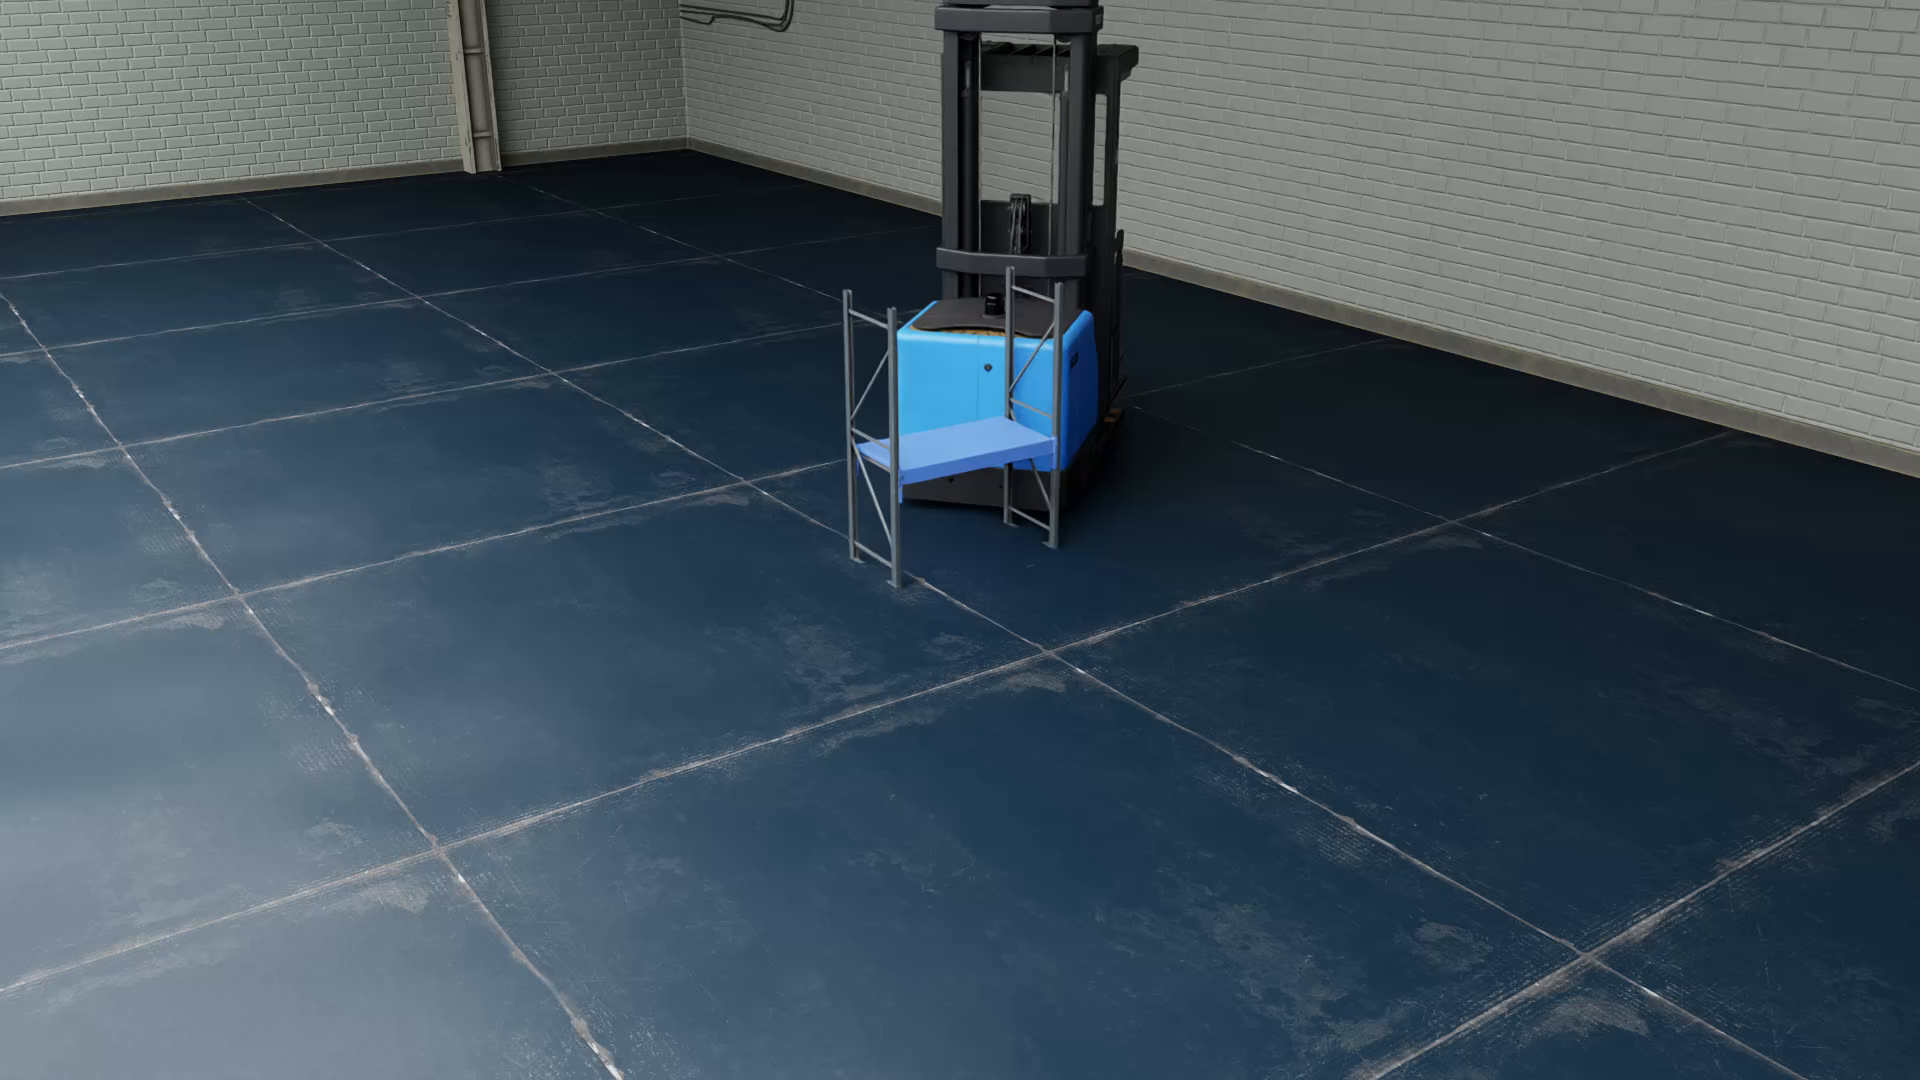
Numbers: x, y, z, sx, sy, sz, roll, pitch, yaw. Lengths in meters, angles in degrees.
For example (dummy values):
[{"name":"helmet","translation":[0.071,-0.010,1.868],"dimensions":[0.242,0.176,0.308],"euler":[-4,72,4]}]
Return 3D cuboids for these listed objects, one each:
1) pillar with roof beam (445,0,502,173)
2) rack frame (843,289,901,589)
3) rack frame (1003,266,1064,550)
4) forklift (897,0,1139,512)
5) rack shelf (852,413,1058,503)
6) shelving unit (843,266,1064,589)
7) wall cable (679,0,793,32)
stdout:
[{"name":"pillar with roof beam","translation":[-3.574,-7.599,16.298],"dimensions":[0.400,9.000,9.100],"euler":[-15,26,-33]},{"name":"rack frame","translation":[-0.458,-0.519,8.674],"dimensions":[0.032,1.500,0.500],"euler":[-13,25,-30]},{"name":"rack frame","translation":[0.399,-0.722,9.183],"dimensions":[0.032,1.500,0.500],"euler":[-13,25,-30]},{"name":"forklift","translation":[0.488,-2.041,10.556],"dimensions":[1.130,2.935,3.031],"euler":[6,22,14]},{"name":"rack shelf","translation":[-0.029,-0.454,8.995],"dimensions":[1.000,0.185,0.538],"euler":[-13,25,-30]},{"name":"shelving unit","translation":[-0.029,-0.621,8.928],"dimensions":[1.048,1.500,0.538],"euler":[-13,25,-30]},{"name":"wall cable","translation":[-2.924,-7.692,20.721],"dimensions":[0.112,2.526,3.097],"euler":[-15,26,-33]}]
